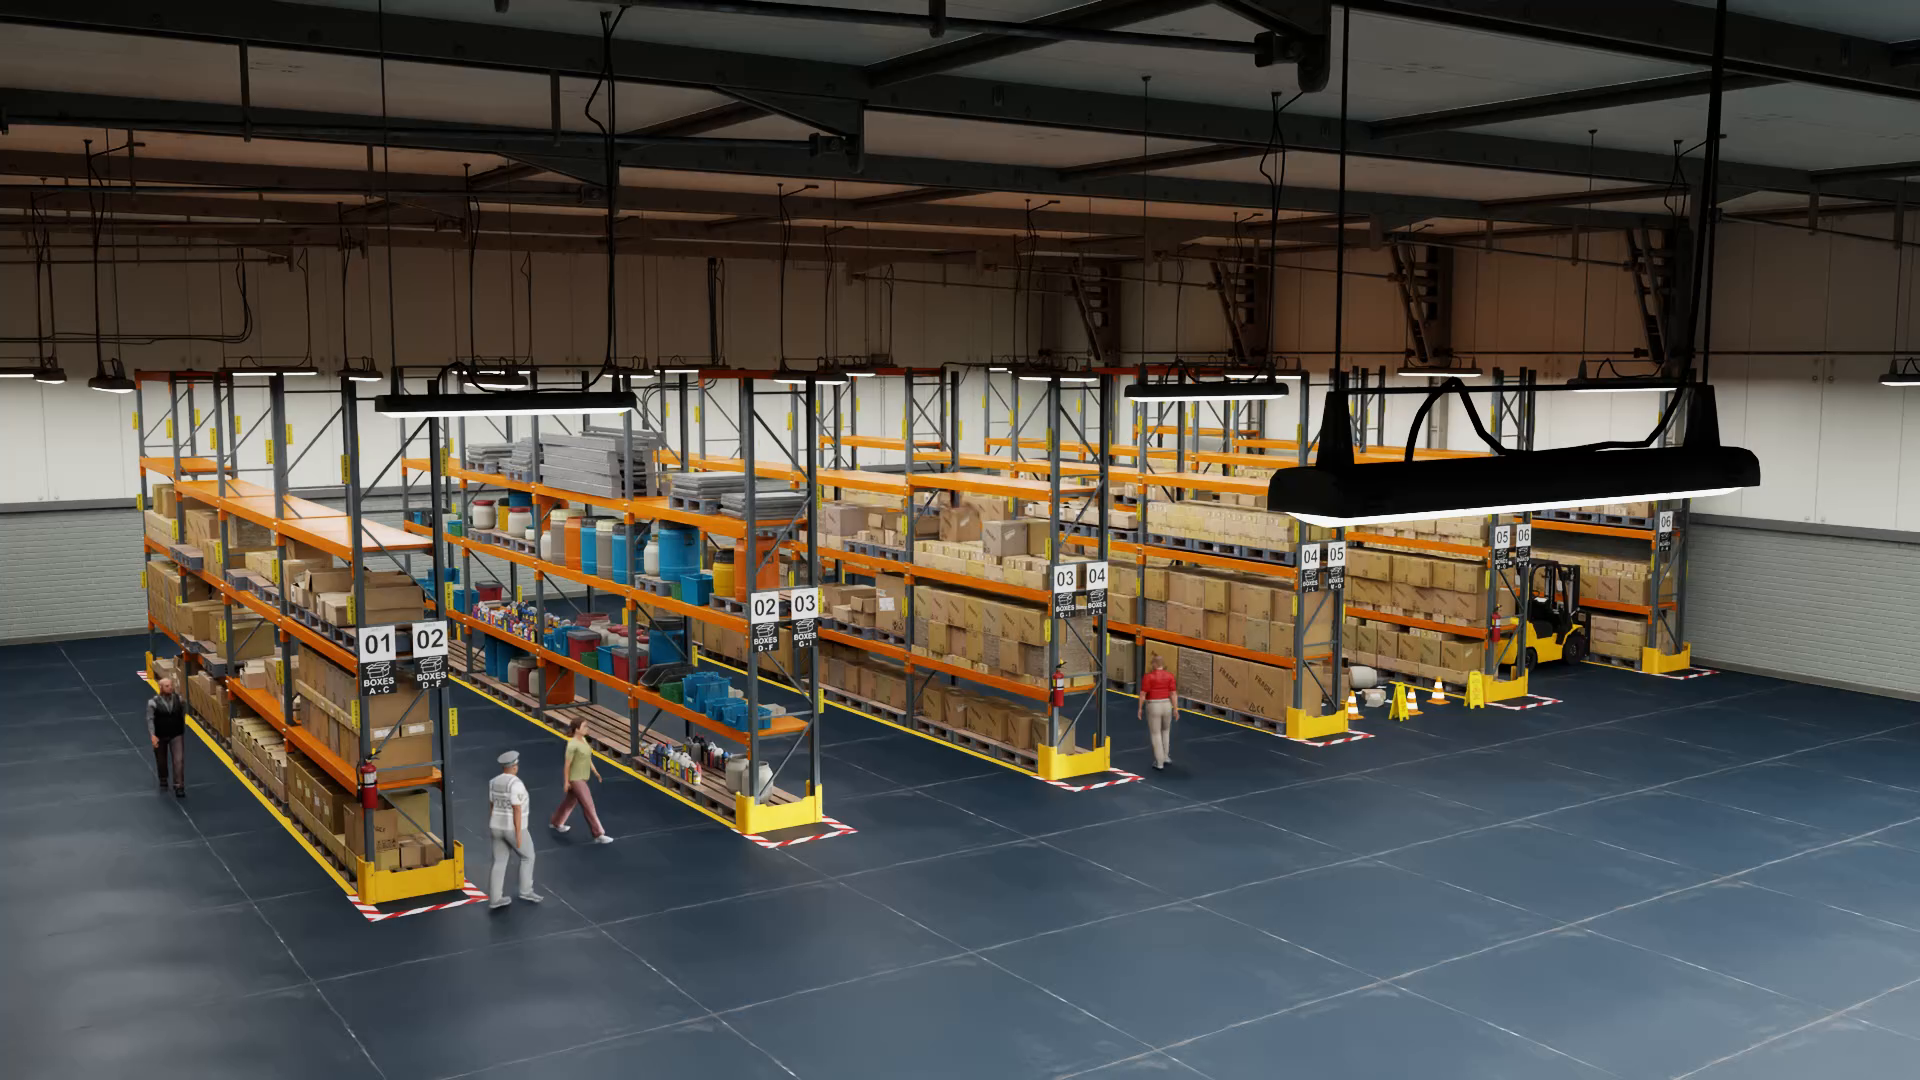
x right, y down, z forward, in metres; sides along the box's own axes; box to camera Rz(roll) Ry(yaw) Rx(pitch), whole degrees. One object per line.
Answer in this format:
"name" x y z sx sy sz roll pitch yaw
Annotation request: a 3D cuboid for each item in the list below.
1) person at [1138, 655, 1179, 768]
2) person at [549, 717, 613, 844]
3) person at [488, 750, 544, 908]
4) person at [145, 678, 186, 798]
"person" 3.053 2.631 25.454 0.641 1.756 0.639 -2 7 -14
"person" -4.924 3.082 21.549 1.106 1.603 0.522 3 7 22
"person" -5.180 3.334 19.067 0.560 1.804 0.662 3 7 23
"person" -11.341 2.804 23.784 0.542 1.661 1.069 -4 7 -30
